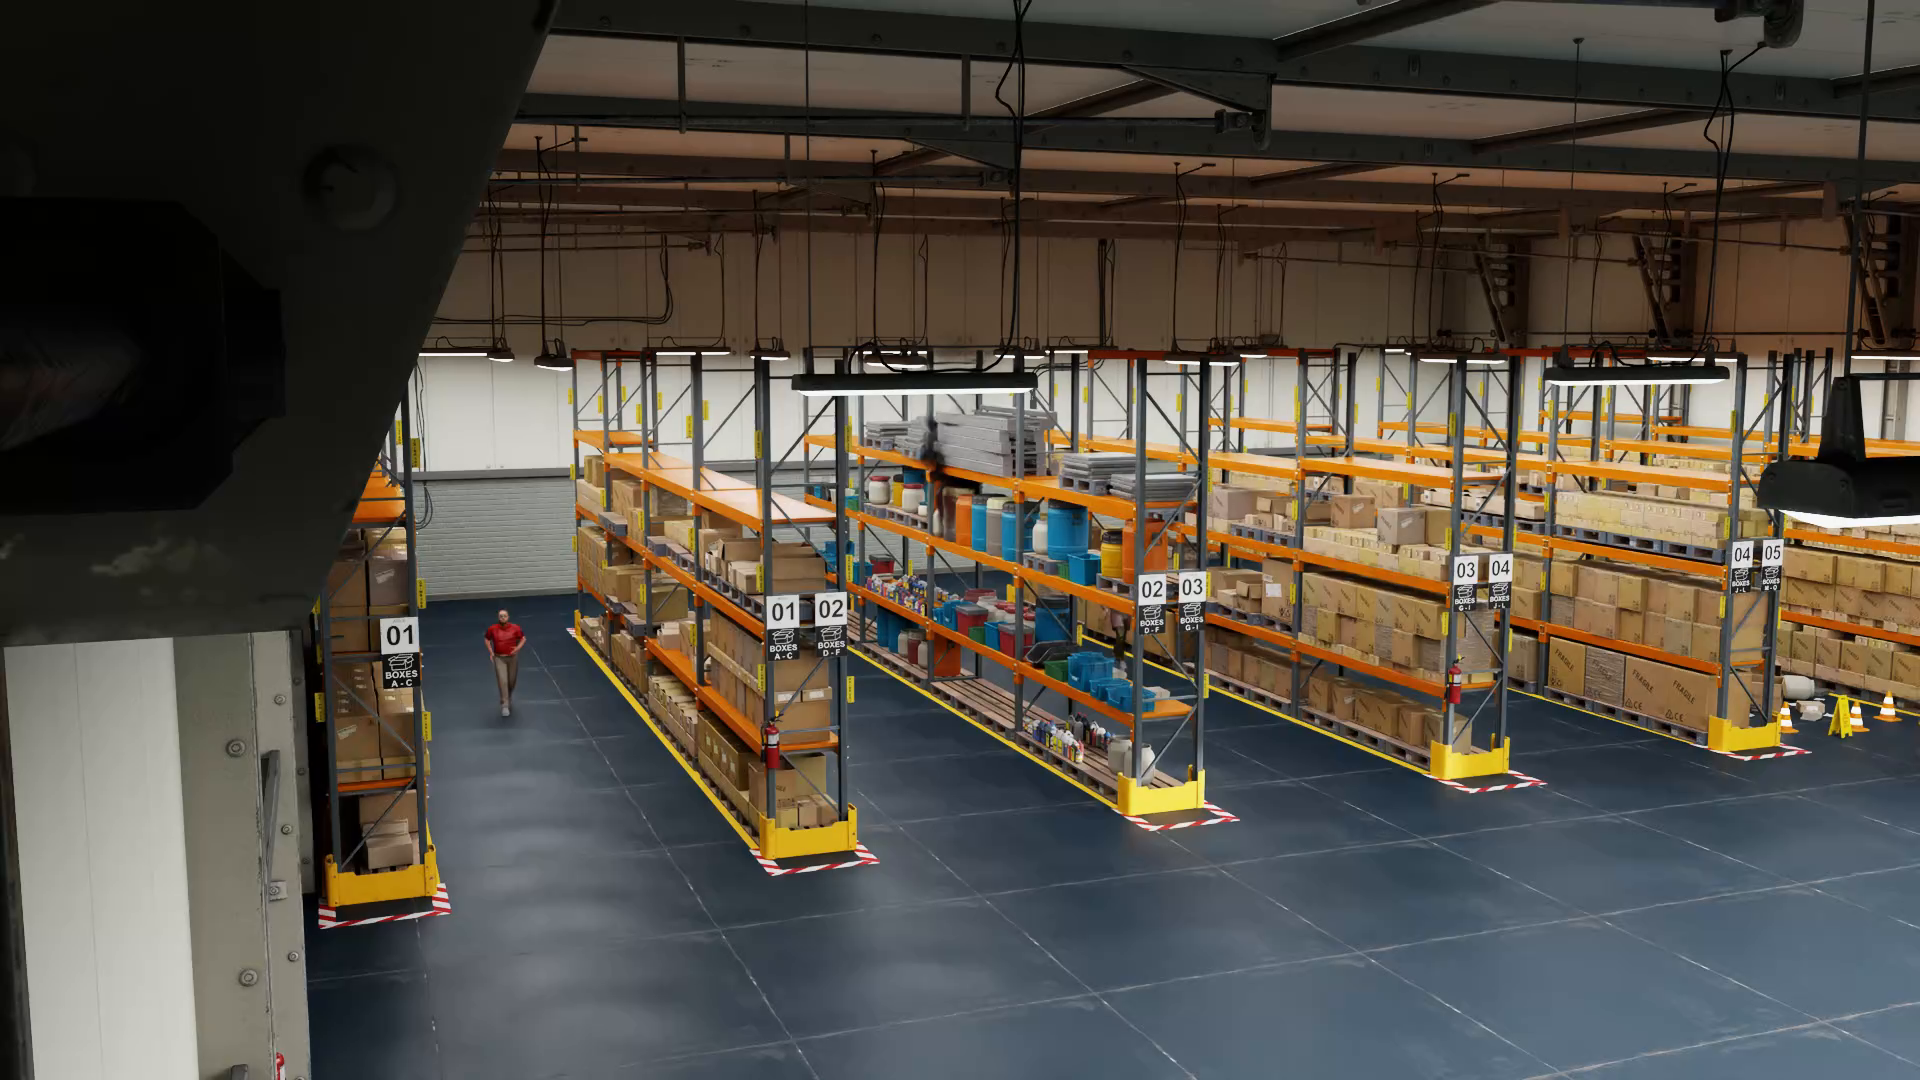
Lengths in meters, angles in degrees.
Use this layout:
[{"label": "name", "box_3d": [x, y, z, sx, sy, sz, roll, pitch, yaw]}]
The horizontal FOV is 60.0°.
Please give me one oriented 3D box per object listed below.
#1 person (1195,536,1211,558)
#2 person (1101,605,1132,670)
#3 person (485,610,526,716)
[{"label": "person", "box_3d": [6.076, 0.352, 41.460, 0.874, 1.730, 0.617, -4, 8, -29]}, {"label": "person", "box_3d": [2.954, 1.472, 30.496, 0.684, 1.709, 0.915, -2, 7, -18]}, {"label": "person", "box_3d": [-7.573, 2.009, 27.757, 0.653, 1.725, 0.890, -3, 8, -21]}]
